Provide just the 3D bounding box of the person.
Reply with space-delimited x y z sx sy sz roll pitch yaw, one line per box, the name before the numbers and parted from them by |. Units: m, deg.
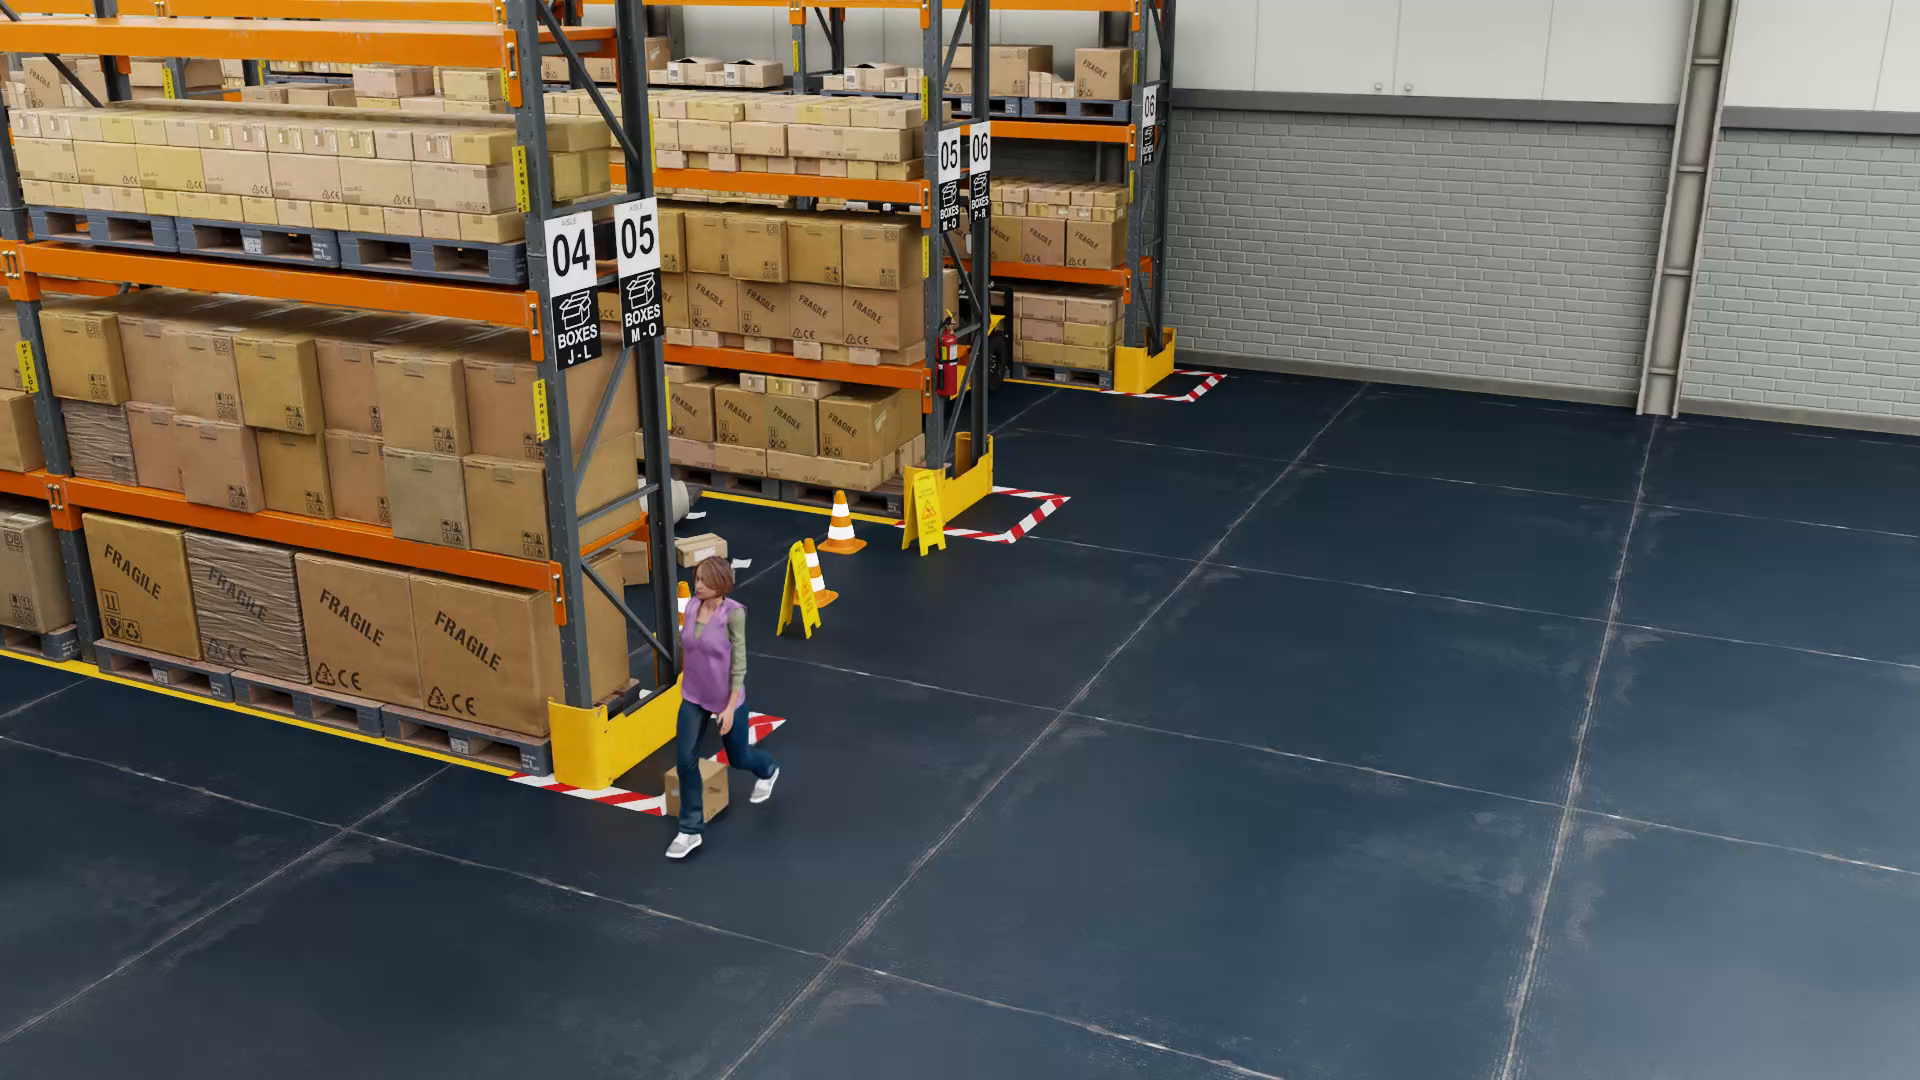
person | -1.272 0.820 8.727 0.413 1.548 0.881 8 21 22
